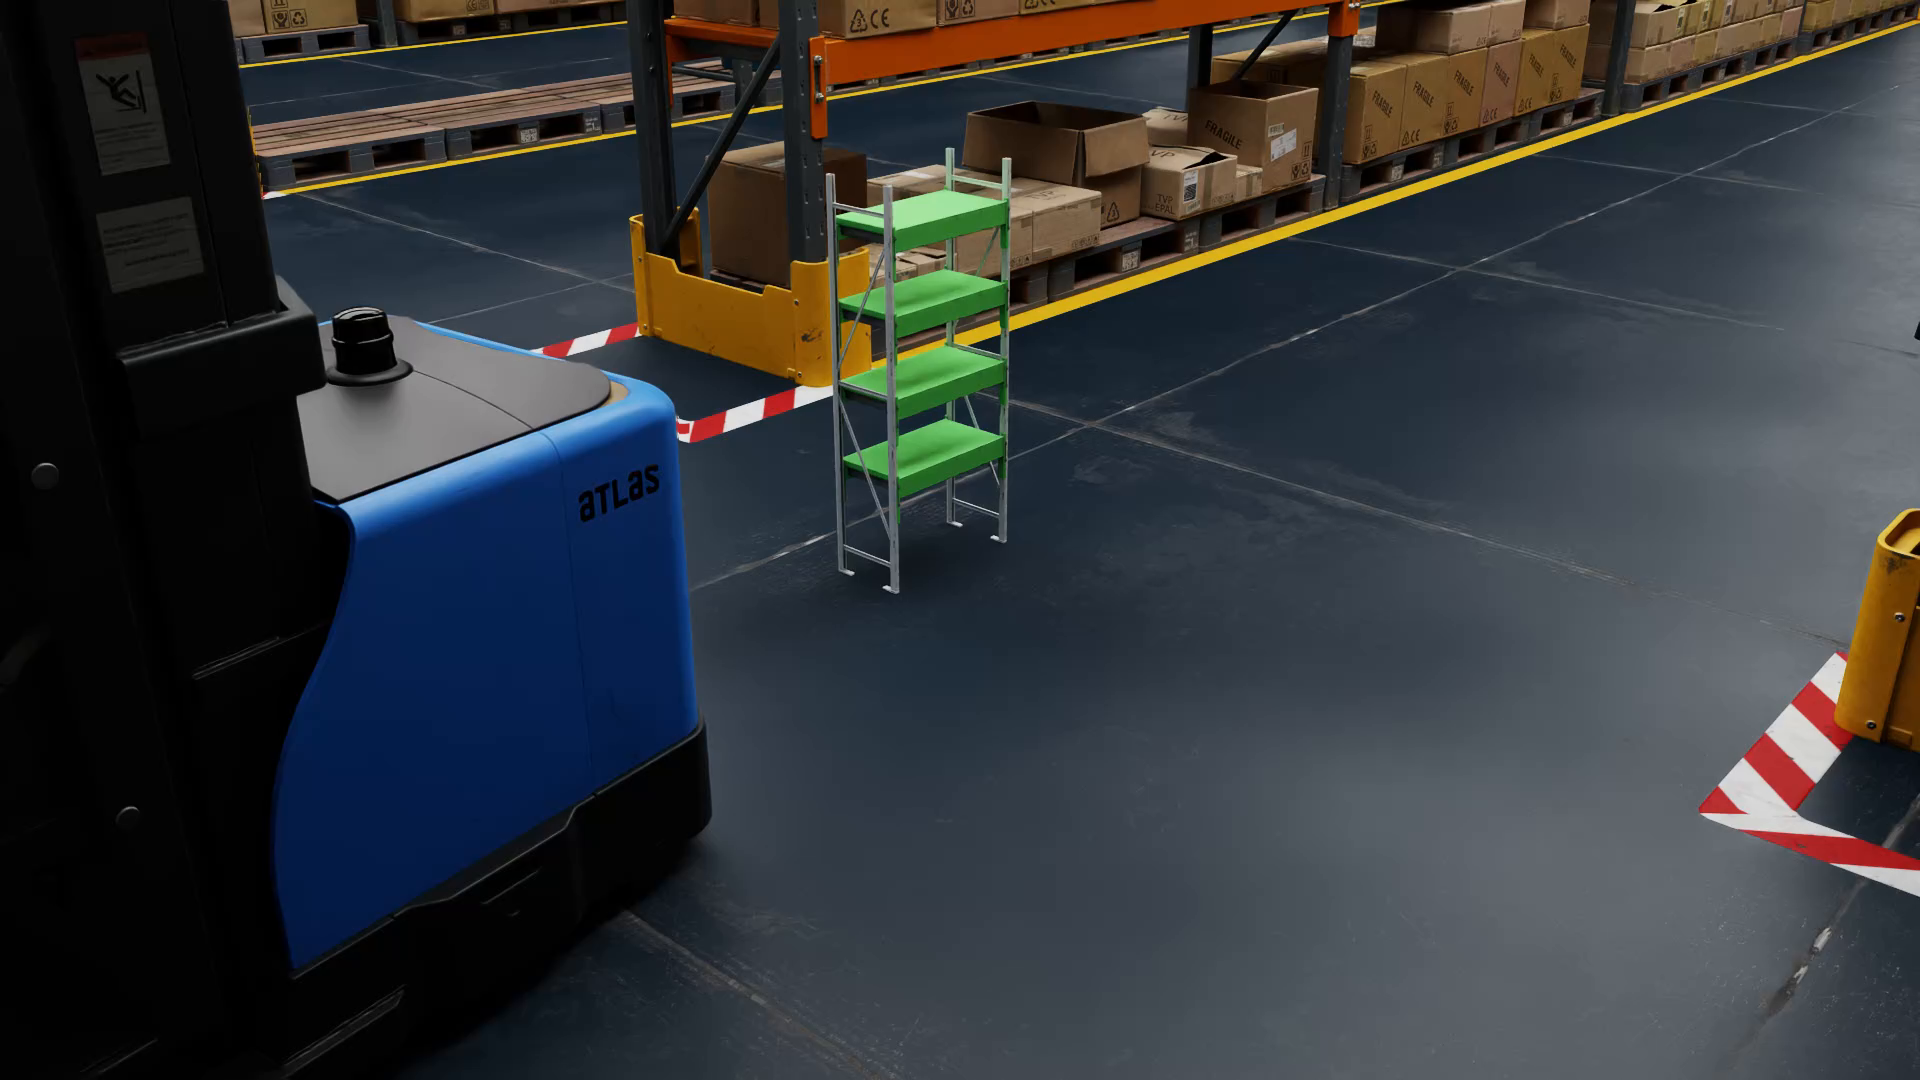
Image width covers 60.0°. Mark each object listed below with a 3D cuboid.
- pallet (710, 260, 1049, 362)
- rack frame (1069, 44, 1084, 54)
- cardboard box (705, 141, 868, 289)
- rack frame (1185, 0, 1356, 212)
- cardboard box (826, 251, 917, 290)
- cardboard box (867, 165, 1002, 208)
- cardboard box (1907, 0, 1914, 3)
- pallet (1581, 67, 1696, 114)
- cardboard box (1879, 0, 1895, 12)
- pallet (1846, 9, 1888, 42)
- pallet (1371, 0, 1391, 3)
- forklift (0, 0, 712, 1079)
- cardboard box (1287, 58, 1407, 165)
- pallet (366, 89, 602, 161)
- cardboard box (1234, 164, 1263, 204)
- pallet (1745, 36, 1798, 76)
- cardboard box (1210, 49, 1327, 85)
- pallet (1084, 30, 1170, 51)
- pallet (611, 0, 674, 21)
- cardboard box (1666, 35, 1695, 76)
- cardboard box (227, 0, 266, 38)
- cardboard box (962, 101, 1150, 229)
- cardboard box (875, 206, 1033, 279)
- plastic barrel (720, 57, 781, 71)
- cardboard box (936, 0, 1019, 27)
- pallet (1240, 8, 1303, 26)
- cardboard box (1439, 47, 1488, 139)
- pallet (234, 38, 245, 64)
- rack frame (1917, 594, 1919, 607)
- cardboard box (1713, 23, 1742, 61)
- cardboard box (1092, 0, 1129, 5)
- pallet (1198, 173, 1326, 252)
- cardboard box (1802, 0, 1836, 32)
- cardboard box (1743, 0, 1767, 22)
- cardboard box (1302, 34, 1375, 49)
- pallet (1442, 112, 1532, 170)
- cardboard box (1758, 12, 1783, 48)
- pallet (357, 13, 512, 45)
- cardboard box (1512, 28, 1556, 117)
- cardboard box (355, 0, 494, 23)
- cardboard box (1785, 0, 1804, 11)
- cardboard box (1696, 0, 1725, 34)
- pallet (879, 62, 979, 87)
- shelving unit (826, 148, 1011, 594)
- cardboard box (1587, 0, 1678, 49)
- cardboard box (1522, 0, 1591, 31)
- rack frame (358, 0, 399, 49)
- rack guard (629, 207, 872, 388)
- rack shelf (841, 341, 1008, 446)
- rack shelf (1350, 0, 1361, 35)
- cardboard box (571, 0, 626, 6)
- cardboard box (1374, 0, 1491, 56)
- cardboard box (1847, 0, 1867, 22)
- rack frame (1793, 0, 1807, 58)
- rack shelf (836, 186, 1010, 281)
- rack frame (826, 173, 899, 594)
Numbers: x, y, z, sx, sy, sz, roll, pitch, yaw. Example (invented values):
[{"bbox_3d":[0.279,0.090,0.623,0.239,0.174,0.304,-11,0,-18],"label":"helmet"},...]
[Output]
[{"bbox_3d":[-0.353,-1.145,7.545,1.003,0.211,1.213,20,31,38],"label":"pallet"},{"bbox_3d":[0.718,-5.942,14.836,1.000,3.000,0.127,20,31,38],"label":"rack frame"},{"bbox_3d":[-0.756,-1.444,7.322,0.500,0.500,0.500,20,31,38],"label":"cardboard box"},{"bbox_3d":[1.734,-3.370,9.099,1.000,3.000,0.127,20,31,38],"label":"rack frame"},{"bbox_3d":[-0.400,-1.084,6.949,0.380,0.149,0.250,20,31,38],"label":"cardboard box"},{"bbox_3d":[-0.100,-1.611,8.000,0.500,0.250,0.500,20,31,38],"label":"cardboard box"},{"bbox_3d":[9.605,-5.718,17.185,0.500,0.250,0.500,20,31,38],"label":"cardboard box"},{"bbox_3d":[4.982,-3.556,12.923,1.003,0.211,1.213,20,31,38],"label":"pallet"},{"bbox_3d":[8.948,-5.410,16.497,0.500,0.250,0.500,20,31,38],"label":"cardboard box"},{"bbox_3d":[8.450,-5.139,16.453,1.003,0.211,1.213,20,31,38],"label":"pallet"},{"bbox_3d":[4.681,-6.455,19.388,1.003,0.211,1.213,20,31,38],"label":"pallet"},{"bbox_3d":[-1.819,-0.287,2.307,1.130,2.935,3.031,16,29,32],"label":"forklift"},{"bbox_3d":[2.239,-2.510,9.700,0.500,0.500,0.500,18,30,35],"label":"cardboard box"},{"bbox_3d":[-3.228,-2.843,11.332,1.003,0.211,1.213,20,31,38],"label":"pallet"},{"bbox_3d":[1.360,-1.888,8.741,0.380,0.149,0.250,20,31,38],"label":"cardboard box"},{"bbox_3d":[6.611,-4.299,14.581,1.003,0.211,1.213,20,31,38],"label":"pallet"},{"bbox_3d":[1.850,-2.658,10.030,0.500,0.500,0.500,20,31,37],"label":"cardboard box"},{"bbox_3d":[1.264,-4.895,15.909,1.003,0.211,1.213,20,31,38],"label":"pallet"},{"bbox_3d":[-3.553,-5.802,17.933,1.003,0.211,1.213,20,31,38],"label":"pallet"},{"bbox_3d":[5.307,-3.758,12.813,0.500,0.250,0.500,19,30,36],"label":"cardboard box"},{"bbox_3d":[-6.741,-4.844,14.472,0.875,0.875,0.875,20,31,38],"label":"cardboard box"},{"bbox_3d":[0.484,-1.857,8.240,0.797,0.503,0.637,20,31,38],"label":"cardboard box"},{"bbox_3d":[-0.028,-1.337,7.390,0.500,0.250,0.500,20,31,38],"label":"cardboard box"},{"bbox_3d":[-1.576,-4.118,12.820,0.600,0.901,0.708,20,31,38],"label":"plastic barrel"},{"bbox_3d":[-0.102,-2.418,6.855,0.500,0.500,0.500,20,31,37],"label":"cardboard box"},{"bbox_3d":[2.892,-5.638,17.567,1.003,0.211,1.213,20,31,38],"label":"pallet"},{"bbox_3d":[2.925,-2.826,10.405,0.500,0.500,0.500,21,31,38],"label":"cardboard box"},{"bbox_3d":[-7.020,-4.219,14.403,1.003,0.211,1.213,20,31,38],"label":"pallet"},{"bbox_3d":[2.756,-0.799,3.366,1.000,3.000,0.127,20,31,38],"label":"rack frame"},{"bbox_3d":[5.992,-4.074,13.518,0.500,0.250,0.500,21,32,39],"label":"cardboard box"},{"bbox_3d":[0.569,-2.722,7.533,0.500,0.500,0.500,21,31,38],"label":"cardboard box"},{"bbox_3d":[1.275,-1.888,9.203,1.003,0.211,1.213,20,31,38],"label":"pallet"},{"bbox_3d":[7.609,-4.802,15.142,0.500,0.250,0.500,20,31,38],"label":"cardboard box"},{"bbox_3d":[6.339,-4.486,13.752,0.500,0.311,0.500,20,31,37],"label":"cardboard box"},{"bbox_3d":[2.521,-2.959,10.701,0.500,0.500,0.500,21,31,38],"label":"cardboard box"},{"bbox_3d":[3.063,-2.729,11.078,1.003,0.211,1.213,20,31,38],"label":"pallet"},{"bbox_3d":[6.674,-4.385,14.210,0.500,0.250,0.500,20,31,37],"label":"cardboard box"},{"bbox_3d":[-5.182,-5.059,16.275,1.003,0.211,1.213,20,31,38],"label":"pallet"},{"bbox_3d":[3.609,-3.142,11.108,0.500,0.500,0.500,19,30,36],"label":"cardboard box"},{"bbox_3d":[-5.228,-5.498,15.930,1.225,0.875,0.875,20,31,38],"label":"cardboard box"},{"bbox_3d":[7.017,-4.798,14.447,0.500,0.311,0.500,20,31,38],"label":"cardboard box"},{"bbox_3d":[5.659,-4.178,13.063,0.500,0.311,0.500,19,30,36],"label":"cardboard box"},{"bbox_3d":[-0.592,-4.048,14.020,1.003,0.211,1.213,20,31,38],"label":"pallet"},{"bbox_3d":[-0.110,-0.497,4.892,0.258,1.200,0.503,20,31,38],"label":"shelving unit"},{"bbox_3d":[4.972,-3.860,12.356,0.500,0.311,0.500,21,32,39],"label":"cardboard box"},{"bbox_3d":[3.920,-3.623,11.265,0.500,0.250,0.500,22,32,39],"label":"cardboard box"},{"bbox_3d":[-5.640,-6.076,15.134,1.000,3.000,0.127,20,31,38],"label":"rack frame"},{"bbox_3d":[-0.885,-1.033,6.944,1.175,0.500,0.348,20,31,38],"label":"rack guard"},{"bbox_3d":[-0.110,-0.439,4.918,0.258,0.148,0.480,20,31,38],"label":"rack shelf"},{"bbox_3d":[3.069,-3.651,10.605,1.077,0.370,4.000,20,31,38],"label":"rack shelf"},{"bbox_3d":[-4.048,-6.042,17.144,1.225,0.875,0.875,20,31,38],"label":"cardboard box"},{"bbox_3d":[2.906,-3.157,10.226,0.500,0.250,0.500,20,31,38],"label":"cardboard box"},{"bbox_3d":[8.284,-5.104,15.815,0.500,0.250,0.500,20,31,38],"label":"cardboard box"},{"bbox_3d":[7.073,-5.807,14.535,1.000,3.000,0.127,20,31,38],"label":"rack frame"},{"bbox_3d":[-0.110,-0.877,4.722,0.258,0.148,0.480,20,31,38],"label":"rack shelf"},{"bbox_3d":[-0.273,-0.423,4.726,0.240,1.200,0.015,20,31,38],"label":"rack frame"}]
